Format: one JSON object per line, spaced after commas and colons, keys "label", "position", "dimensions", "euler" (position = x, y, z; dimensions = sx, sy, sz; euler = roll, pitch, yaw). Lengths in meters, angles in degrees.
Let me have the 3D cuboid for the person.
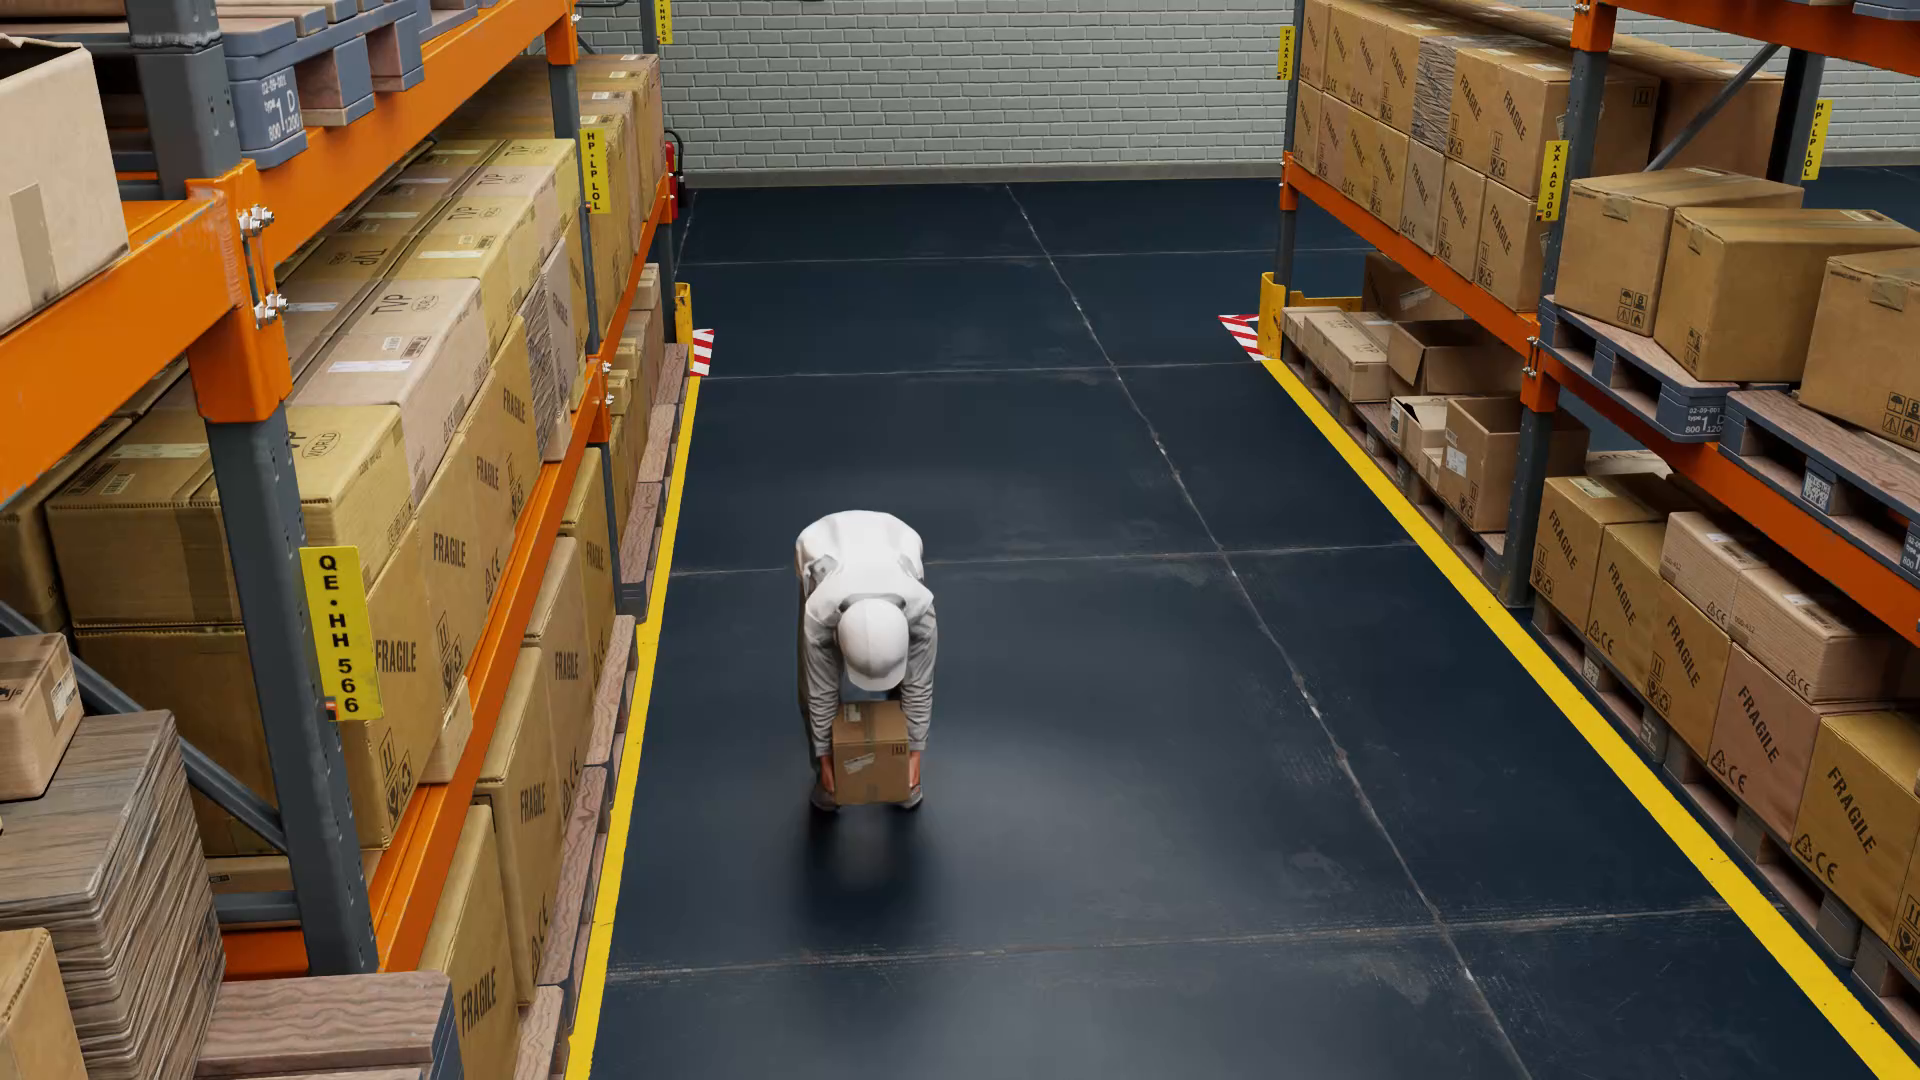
{"label": "person", "position": [-0.320, 0.514, 5.717], "dimensions": [0.473, 1.111, 1.011], "euler": [-3, 24, -6]}
